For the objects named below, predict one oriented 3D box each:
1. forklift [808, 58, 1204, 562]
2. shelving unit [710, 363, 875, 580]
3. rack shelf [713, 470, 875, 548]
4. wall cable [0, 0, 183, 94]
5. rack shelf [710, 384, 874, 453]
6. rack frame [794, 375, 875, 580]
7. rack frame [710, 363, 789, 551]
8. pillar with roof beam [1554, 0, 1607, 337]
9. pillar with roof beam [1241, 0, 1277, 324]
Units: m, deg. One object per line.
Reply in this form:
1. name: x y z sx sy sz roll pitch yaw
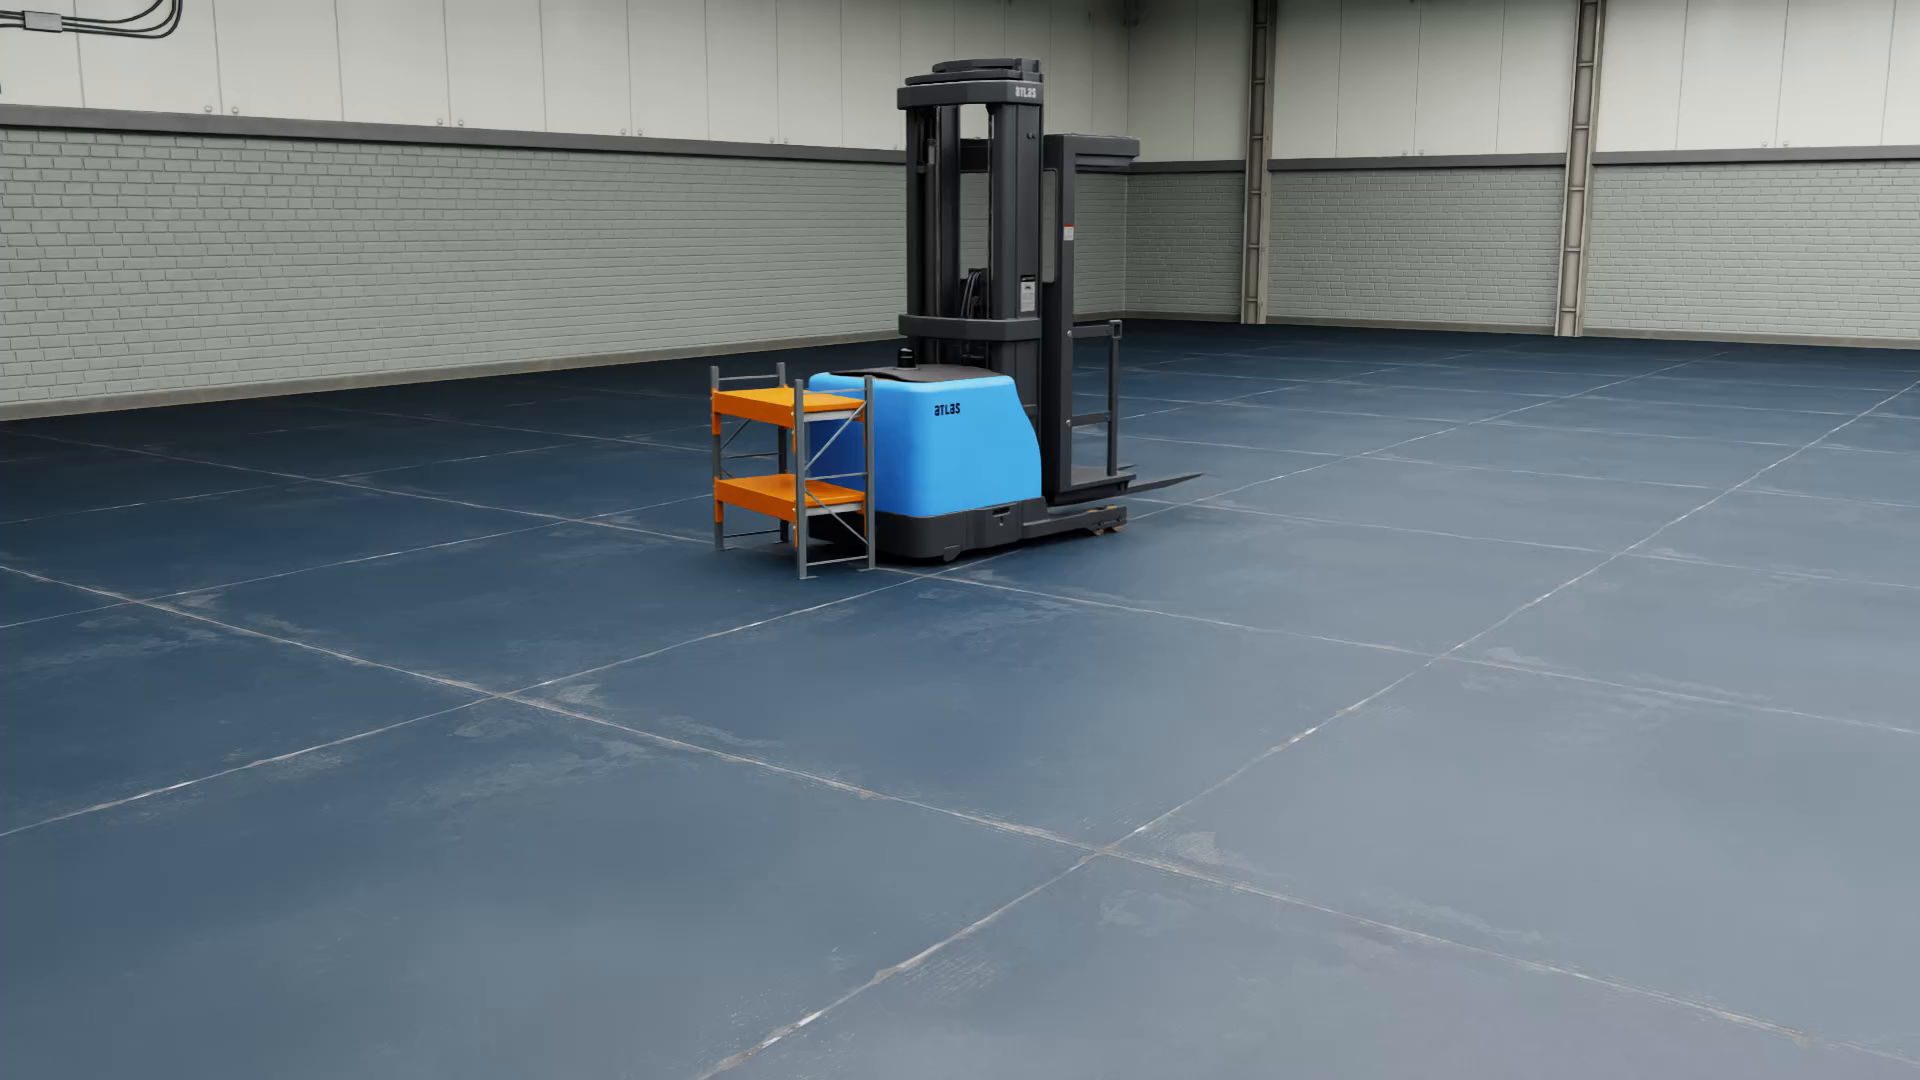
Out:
1. forklift: 0.446 -1.532 10.734 1.130 2.935 3.031 10 15 43
2. shelving unit: -0.999 -0.436 9.823 0.538 1.125 1.048 -8 13 -34
3. rack shelf: -0.999 -0.196 9.869 0.538 0.278 1.000 -8 13 -34
4. wall cable: -8.915 -7.453 16.408 0.169 6.003 2.305 8 13 36
5. rack shelf: -0.999 -0.724 9.767 0.538 0.278 1.000 -8 13 -34
6. rack frame: -0.706 -0.357 9.415 0.500 1.125 0.032 -8 13 -34
7. rack frame: -1.291 -0.515 10.231 0.500 1.125 0.032 -8 13 -34
8. pillar with roof beam: 7.978 -7.287 24.503 0.400 9.000 9.100 8 13 36
9. pillar with roof beam: 3.142 -7.961 27.990 0.548 9.000 9.100 8 13 36
